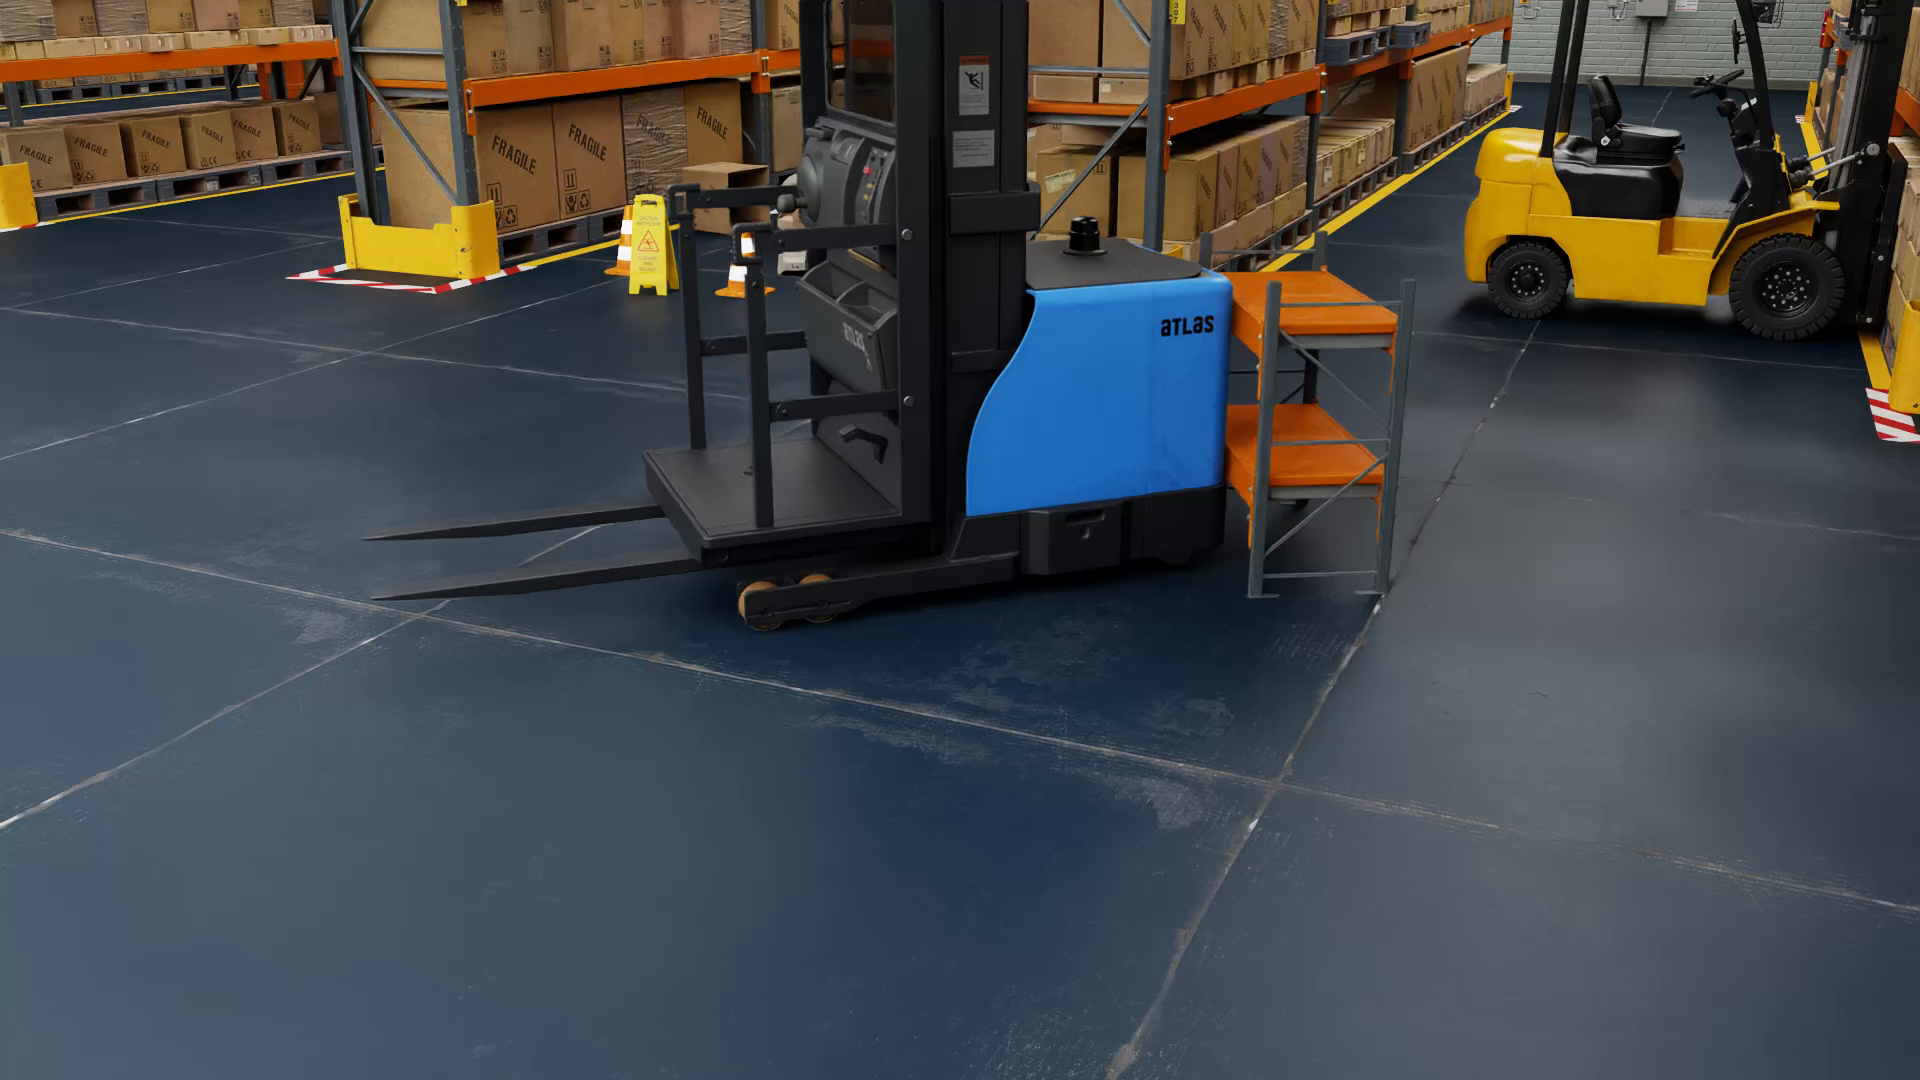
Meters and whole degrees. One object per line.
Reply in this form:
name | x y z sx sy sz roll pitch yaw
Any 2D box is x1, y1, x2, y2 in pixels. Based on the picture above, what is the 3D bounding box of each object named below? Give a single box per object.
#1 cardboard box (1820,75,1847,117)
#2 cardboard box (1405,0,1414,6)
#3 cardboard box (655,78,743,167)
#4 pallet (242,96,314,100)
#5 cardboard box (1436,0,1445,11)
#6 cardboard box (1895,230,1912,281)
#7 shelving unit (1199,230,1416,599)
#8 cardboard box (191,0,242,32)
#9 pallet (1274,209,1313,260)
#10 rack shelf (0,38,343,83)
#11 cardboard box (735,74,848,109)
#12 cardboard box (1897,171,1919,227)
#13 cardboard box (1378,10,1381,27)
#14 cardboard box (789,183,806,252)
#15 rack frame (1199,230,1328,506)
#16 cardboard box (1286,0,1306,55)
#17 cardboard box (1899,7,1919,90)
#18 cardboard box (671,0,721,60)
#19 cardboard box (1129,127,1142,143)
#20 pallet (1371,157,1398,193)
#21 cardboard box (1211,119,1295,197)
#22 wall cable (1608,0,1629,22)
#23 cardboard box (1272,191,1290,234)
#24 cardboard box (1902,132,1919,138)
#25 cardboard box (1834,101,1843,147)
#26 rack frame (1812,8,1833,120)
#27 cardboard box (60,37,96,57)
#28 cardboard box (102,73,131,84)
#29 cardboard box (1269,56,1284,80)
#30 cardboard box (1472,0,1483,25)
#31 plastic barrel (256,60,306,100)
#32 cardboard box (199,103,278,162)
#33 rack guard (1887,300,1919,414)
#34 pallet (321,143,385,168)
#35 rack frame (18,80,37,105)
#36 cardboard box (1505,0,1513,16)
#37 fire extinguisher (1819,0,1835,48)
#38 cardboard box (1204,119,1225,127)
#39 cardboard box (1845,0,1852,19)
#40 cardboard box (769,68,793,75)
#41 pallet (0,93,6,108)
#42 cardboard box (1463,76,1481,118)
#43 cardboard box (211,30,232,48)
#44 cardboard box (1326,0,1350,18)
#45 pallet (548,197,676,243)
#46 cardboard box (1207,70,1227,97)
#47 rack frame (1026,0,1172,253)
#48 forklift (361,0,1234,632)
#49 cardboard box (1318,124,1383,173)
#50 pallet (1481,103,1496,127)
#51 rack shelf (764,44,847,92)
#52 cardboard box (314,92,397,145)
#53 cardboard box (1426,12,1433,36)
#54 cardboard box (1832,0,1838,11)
cardboard box | 10.768 -5.366 20.185 0.500 0.500 0.500 9 21 24
cardboard box | 4.060 -5.366 15.862 0.500 0.500 0.500 8 21 21
cardboard box | -2.525 -3.598 14.653 0.875 0.875 0.875 9 21 24
pallet | -9.283 -6.131 23.392 1.003 0.211 1.213 9 21 23
cardboard box | 4.853 -5.753 17.646 0.500 0.250 0.500 8 21 22
cardboard box | 5.375 -1.514 8.981 0.500 0.250 0.500 8 21 22
shelving unit | 1.230 -0.503 6.205 0.538 1.125 1.048 -2 20 -5
cardboard box | -7.277 -5.039 15.567 0.875 0.500 0.500 9 21 23
pallet | 2.111 -2.411 12.935 1.003 0.211 1.213 9 21 23
rack shelf | -7.506 -4.345 15.283 1.077 0.370 4.000 9 21 23
cardboard box | -1.633 -4.218 16.584 1.050 0.750 0.750 9 21 23
cardboard box | 5.551 -1.902 9.326 0.500 0.250 0.500 9 21 23
cardboard box | 3.510 -4.621 14.733 0.380 0.149 0.250 8 21 21
cardboard box | -0.874 -2.421 12.525 0.797 0.503 0.637 -5 20 -15
rack frame | 1.187 -0.673 6.683 0.500 1.125 0.032 -2 20 -5
cardboard box | 2.195 -3.794 12.069 0.500 0.500 0.500 9 22 25
cardboard box | 6.464 -3.203 10.849 0.500 0.500 0.500 8 21 21
cardboard box | -2.548 -4.369 14.053 0.875 0.550 0.550 9 21 23
cardboard box | 1.001 -2.753 11.122 0.380 0.149 0.250 9 21 24
pallet | 3.671 -3.606 16.293 1.003 0.211 1.213 9 21 23
cardboard box | 2.150 -2.818 12.273 0.500 0.500 0.500 9 21 24
wall cable | 10.854 -9.618 27.522 0.588 1.984 0.122 9 21 23
cardboard box | 2.148 -2.456 12.375 0.500 0.250 0.500 8 21 21
cardboard box | 7.412 -2.732 12.591 0.875 0.625 0.625 8 21 22
cardboard box | 9.121 -4.130 16.710 0.500 0.500 0.500 8 21 21
rack frame | 11.798 -6.924 21.461 1.000 3.000 0.127 9 21 23
cardboard box | -7.671 -4.236 14.278 0.380 0.149 0.250 9 21 23
cardboard box | -13.219 -7.321 25.653 0.500 0.500 0.500 8 21 22
cardboard box | 2.088 -3.366 11.832 0.380 0.149 0.250 8 21 22
cardboard box | 6.061 -6.536 20.220 0.500 0.500 0.500 9 22 24
plastic barrel | -9.383 -6.525 22.951 0.600 0.830 0.708 9 21 23
cardboard box | -7.115 -4.022 16.407 0.500 0.500 0.500 17 26 40
rack guard | 5.236 -0.848 8.106 1.175 0.500 0.348 9 21 23
pallet | -6.369 -4.220 18.019 1.003 0.211 1.213 9 21 23
rack frame | -14.085 -7.878 24.145 1.000 3.000 0.127 9 21 23
cardboard box | 7.312 -7.467 22.840 0.500 0.500 0.500 9 21 23
fire extinguisher | 11.437 -6.820 21.841 0.296 0.674 0.183 9 21 23
cardboard box | 1.658 -2.883 12.455 0.500 0.500 0.500 9 22 25
cardboard box | 9.224 -5.431 16.487 0.700 0.500 0.500 8 21 22
cardboard box | -3.068 -7.128 24.580 0.875 0.875 0.875 9 21 23
pallet | -14.458 -6.318 23.920 1.003 0.211 1.213 9 21 23
cardboard box | 5.985 -5.549 20.792 0.875 0.438 0.875 8 21 22
cardboard box | -7.064 -4.696 15.570 0.380 0.149 0.250 9 21 23
cardboard box | 2.808 -4.425 13.214 0.500 0.500 0.500 9 22 24
pallet | -3.084 -2.674 13.673 1.003 0.211 1.213 9 21 23
cardboard box | 1.463 -2.890 10.494 0.380 0.149 0.250 9 21 24
rack frame | 0.716 -2.713 9.620 1.000 3.000 0.127 9 21 23
forklift | -0.581 -1.272 5.673 3.031 2.935 1.130 -7 21 -20
cardboard box | 3.457 -3.720 15.747 0.950 0.372 0.625 8 21 22
pallet | 6.511 -5.663 22.078 1.003 0.211 1.213 9 21 23
rack shelf | -1.384 -4.856 16.721 1.077 0.370 4.000 9 21 23
cardboard box | -6.416 -4.510 17.746 0.700 0.500 0.500 7 21 19
cardboard box | 4.616 -5.362 17.293 0.500 0.250 0.500 8 21 21
cardboard box | 10.956 -6.582 20.280 0.500 0.250 0.500 8 21 22
